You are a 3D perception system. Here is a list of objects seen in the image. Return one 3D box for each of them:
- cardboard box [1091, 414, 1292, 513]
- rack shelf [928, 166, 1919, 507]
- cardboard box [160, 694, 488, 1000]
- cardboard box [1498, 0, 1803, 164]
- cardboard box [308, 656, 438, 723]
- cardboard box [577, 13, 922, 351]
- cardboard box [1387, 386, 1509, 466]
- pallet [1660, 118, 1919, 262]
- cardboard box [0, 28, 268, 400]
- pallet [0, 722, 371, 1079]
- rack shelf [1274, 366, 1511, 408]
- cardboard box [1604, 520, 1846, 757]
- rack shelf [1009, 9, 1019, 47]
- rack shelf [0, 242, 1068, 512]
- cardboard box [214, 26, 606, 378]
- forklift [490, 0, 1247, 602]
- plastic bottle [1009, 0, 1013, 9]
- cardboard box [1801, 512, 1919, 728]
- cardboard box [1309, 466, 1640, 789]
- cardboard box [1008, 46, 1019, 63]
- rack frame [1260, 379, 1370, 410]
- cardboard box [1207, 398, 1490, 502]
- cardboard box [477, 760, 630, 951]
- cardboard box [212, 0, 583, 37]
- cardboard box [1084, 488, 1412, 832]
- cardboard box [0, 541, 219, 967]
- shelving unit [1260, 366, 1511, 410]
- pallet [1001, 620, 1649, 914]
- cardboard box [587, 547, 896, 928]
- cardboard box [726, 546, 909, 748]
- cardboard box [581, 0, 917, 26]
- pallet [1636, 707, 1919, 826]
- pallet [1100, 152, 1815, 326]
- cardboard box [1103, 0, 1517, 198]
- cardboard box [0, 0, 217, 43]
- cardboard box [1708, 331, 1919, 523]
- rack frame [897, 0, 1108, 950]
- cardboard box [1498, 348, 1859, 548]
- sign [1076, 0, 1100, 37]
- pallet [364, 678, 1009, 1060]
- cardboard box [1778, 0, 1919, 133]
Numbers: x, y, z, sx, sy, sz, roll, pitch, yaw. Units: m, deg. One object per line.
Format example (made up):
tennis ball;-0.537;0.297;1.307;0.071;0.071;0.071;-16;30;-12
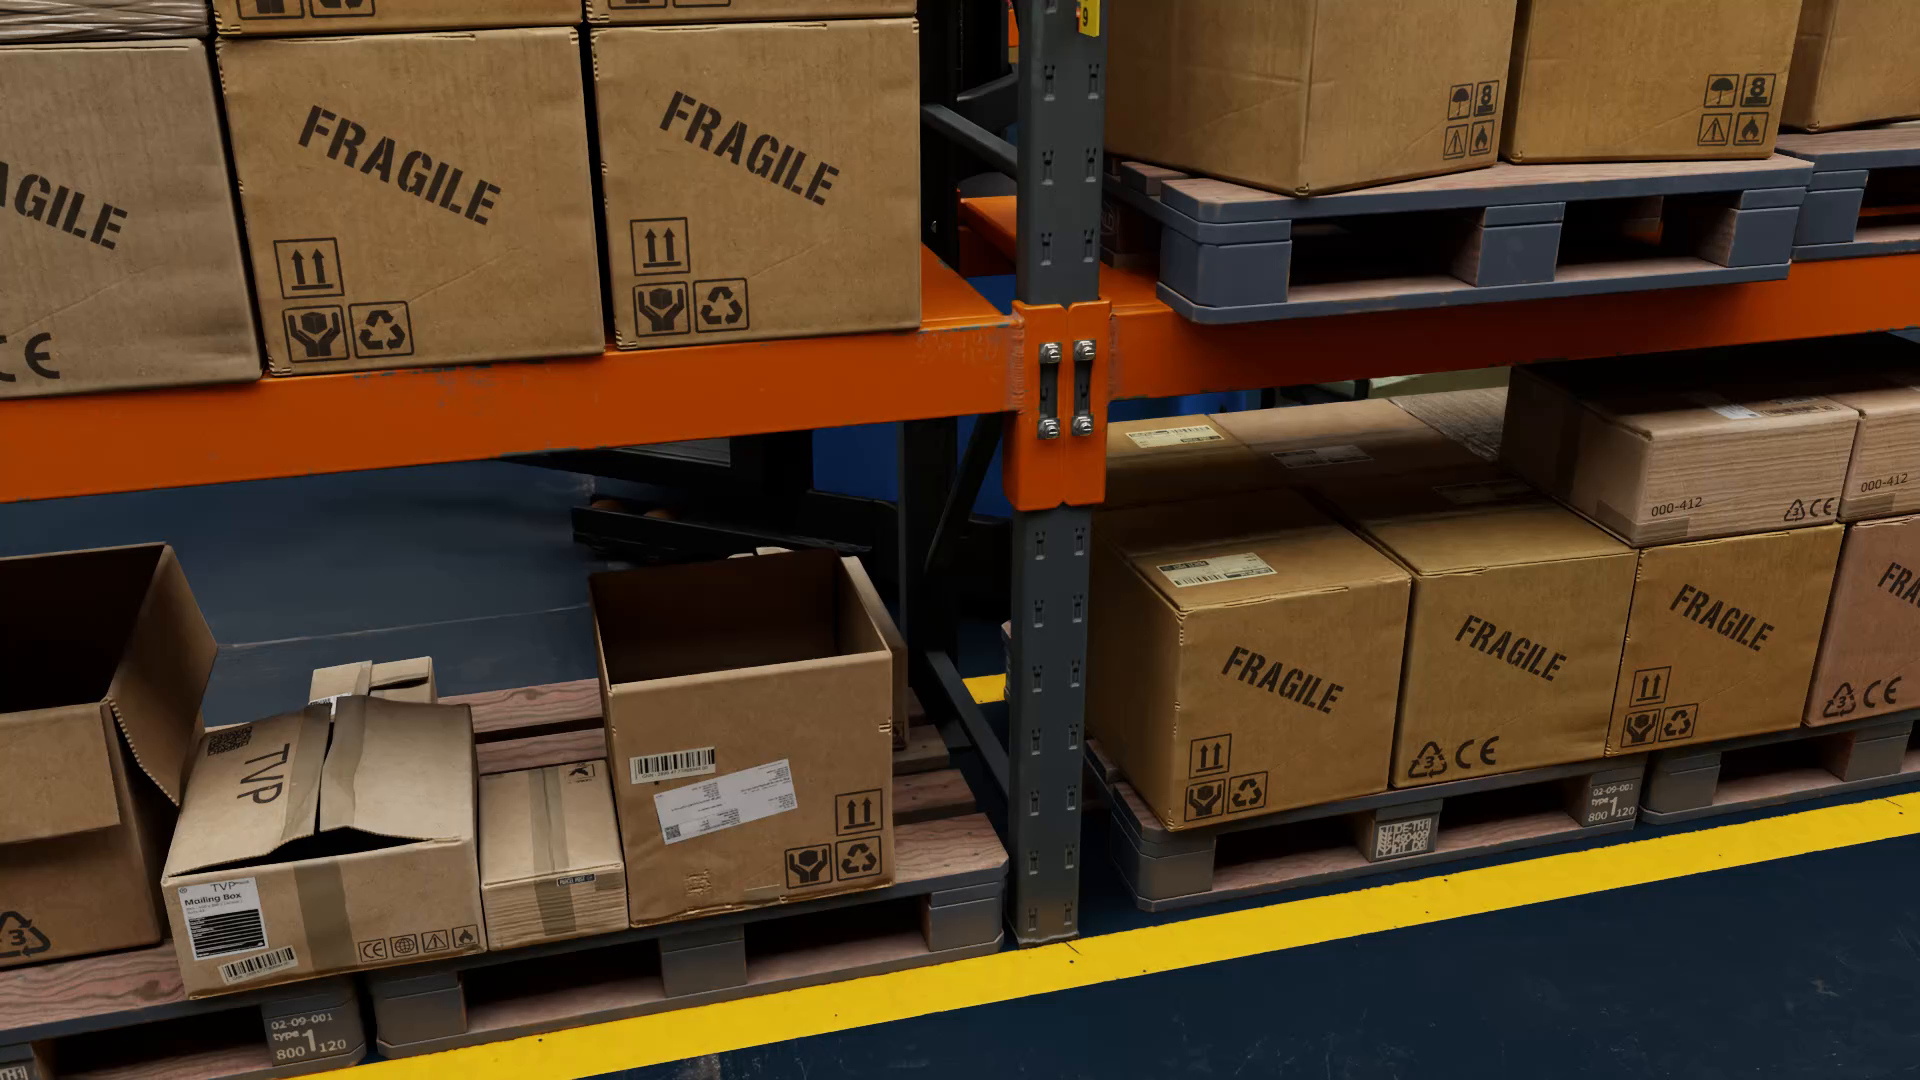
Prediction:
cardboard box;0.443;0.032;3.983;0.500;0.500;0.500;-6;24;-15
rack shelf;1.971;-0.635;3.839;4.000;0.370;1.077;-6;24;-14
cardboard box;-1.149;0.529;3.066;0.500;0.311;0.500;-6;24;-14
cardboard box;1.206;-1.055;3.245;0.500;0.500;0.700;-3;23;-6
cardboard box;-1.248;0.405;3.537;0.250;0.166;0.380;-6;24;-14
cardboard box;-0.367;-0.648;2.830;0.500;0.500;0.500;-6;24;-13
cardboard box;1.404;-0.071;4.223;0.500;0.500;0.500;-6;24;-14
pallet;2.025;-0.882;3.745;1.213;0.211;1.003;-6;24;-14
cardboard box;-1.357;-0.537;2.571;0.500;0.500;0.500;-6;24;-13
pallet;-1.793;0.733;3.275;1.213;0.211;1.003;-6;24;-14
rack shelf;1.351;-0.433;5.185;0.720;0.370;0.431;-16;28;-32
cardboard box;1.570;0.123;3.771;0.500;0.500;0.500;-6;24;-14
rack shelf;0.636;-2.516;8.223;4.000;0.370;1.077;-6;24;-14
rack shelf;-1.881;-0.209;2.846;4.000;0.370;1.077;-6;24;-14
cardboard box;-0.863;-0.593;2.701;0.500;0.500;0.500;-6;24;-13
forklift;-0.657;-1.458;4.932;3.031;2.935;1.130;9;25;20
plastic bottle;0.270;-2.548;7.636;0.097;0.201;0.097;0;23;0
cardboard box;2.057;0.069;3.896;0.500;0.500;0.500;-7;24;-16
cardboard box;1.087;0.173;3.654;0.500;0.500;0.500;-6;24;-14
cardboard box;0.554;-4.091;13.143;0.875;0.875;1.225;-7;24;-17
rack frame;1.052;-0.649;4.862;0.023;1.500;0.400;-16;28;-32
cardboard box;0.921;-0.017;4.098;0.500;0.500;0.500;-6;24;-14
cardboard box;-0.772;0.586;3.138;0.250;0.149;0.380;-6;24;-14
cardboard box;-0.865;-1.051;2.500;0.500;0.500;0.500;-7;24;-15
cardboard box;0.576;0.234;3.512;0.500;0.500;0.500;-7;24;-17
cardboard box;-1.763;0.394;3.136;0.637;0.503;0.797;-6;24;-14
shelving unit;1.351;-0.733;5.056;0.755;1.500;0.431;-16;28;-32
pallet;0.818;0.427;3.986;1.213;0.211;1.003;-6;24;-14
cardboard box;-0.427;0.362;3.215;0.500;0.500;0.500;-6;24;-14
cardboard box;-0.418;0.243;3.732;0.500;0.311;0.500;-6;24;-14
cardboard box;-0.372;-1.106;2.629;0.500;0.500;0.500;-6;24;-14
pallet;1.995;0.296;4.292;1.213;0.211;1.003;-6;24;-14
pallet;0.844;-0.708;3.341;1.213;0.211;1.003;-6;24;-14
cardboard box;0.561;-0.958;3.018;0.500;0.500;0.700;-16;28;-32
cardboard box;-1.350;-0.997;2.375;0.500;0.500;0.500;-6;24;-14
cardboard box;2.022;-0.270;3.737;0.500;0.250;0.500;-7;24;-15
rack frame;0.045;-0.753;3.201;0.127;3.000;1.000;-6;24;-14
cardboard box;1.539;-0.217;3.612;0.500;0.250;0.500;-6;24;-14
sign;0.199;-0.946;2.552;0.005;0.325;0.100;-6;24;-14
pallet;-0.617;0.601;3.581;1.213;0.211;1.003;-6;24;-14
cardboard box;1.729;-1.204;3.592;0.500;0.500;0.700;-13;26;-28
